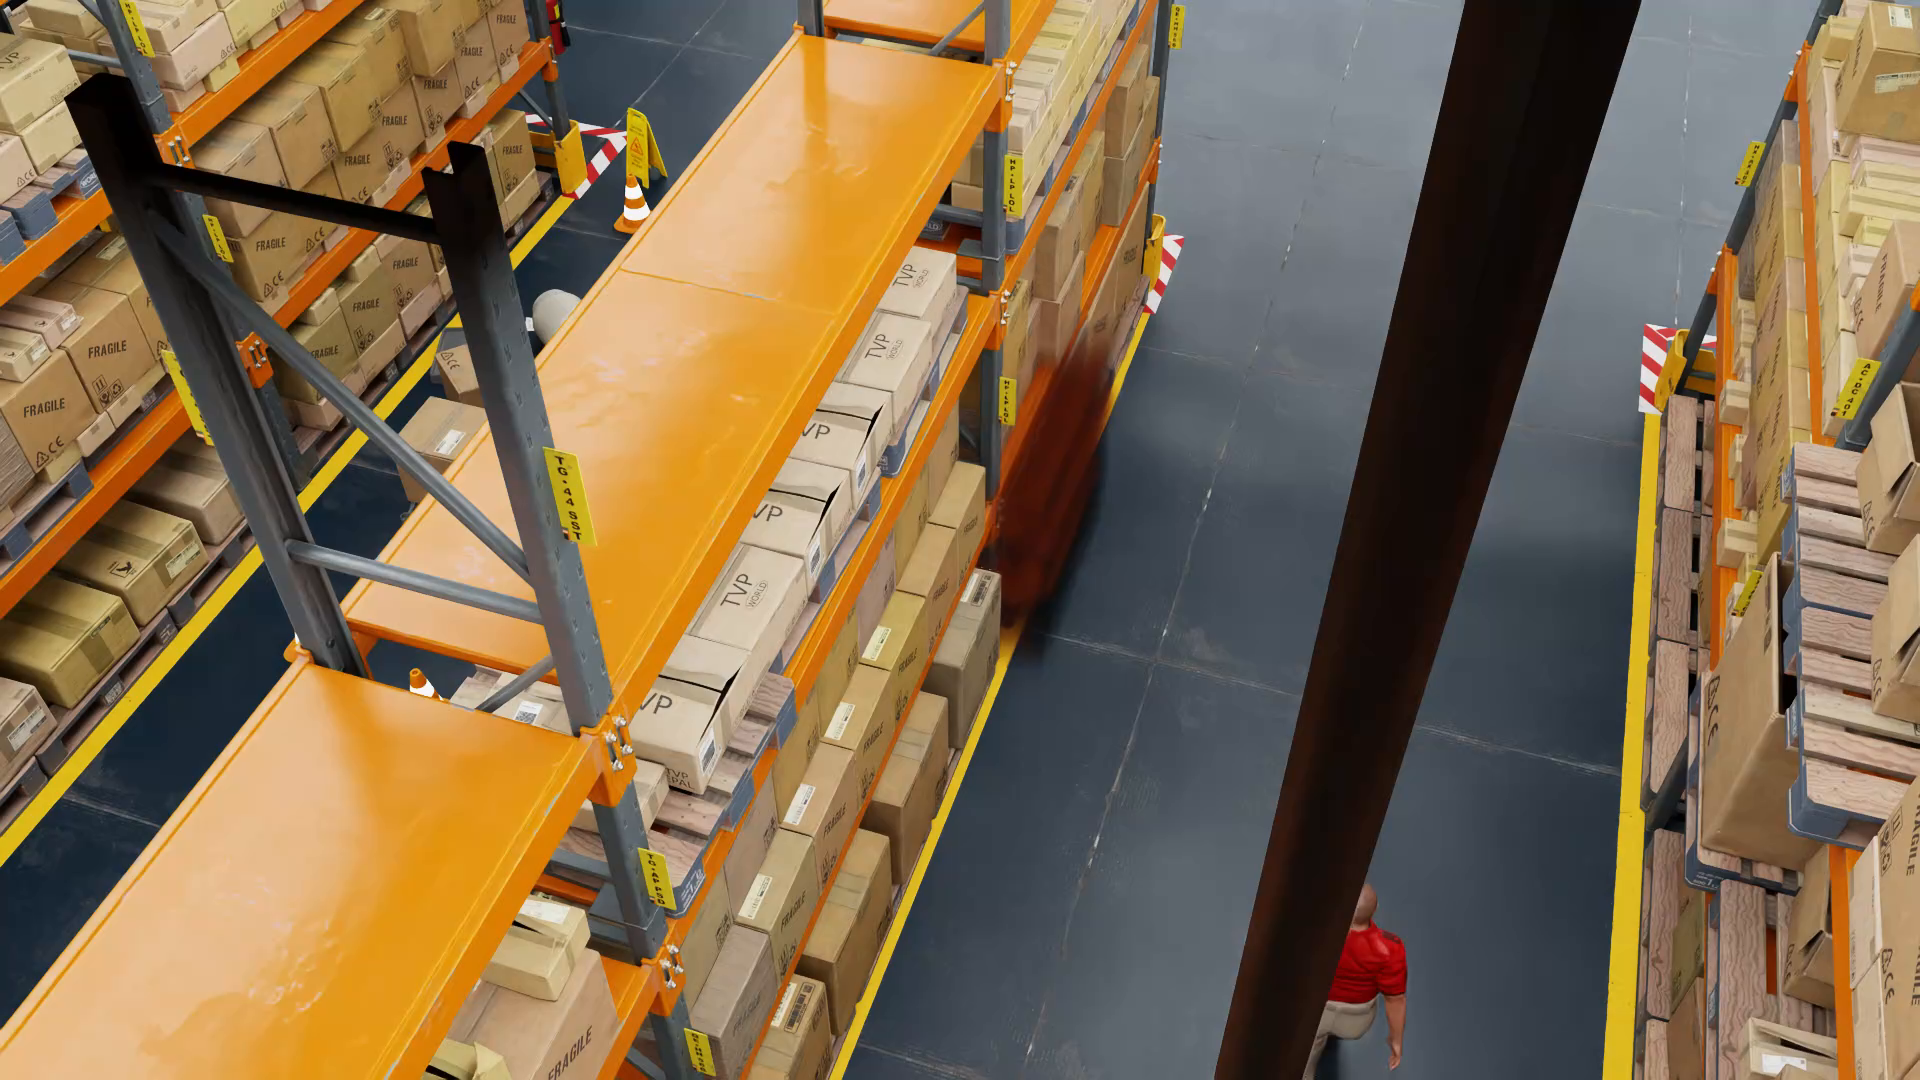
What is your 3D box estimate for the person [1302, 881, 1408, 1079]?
[{"bbox_3d":[1.782,2.124,7.859,0.614,1.659,1.077,7,46,7],"label":"person"}]
